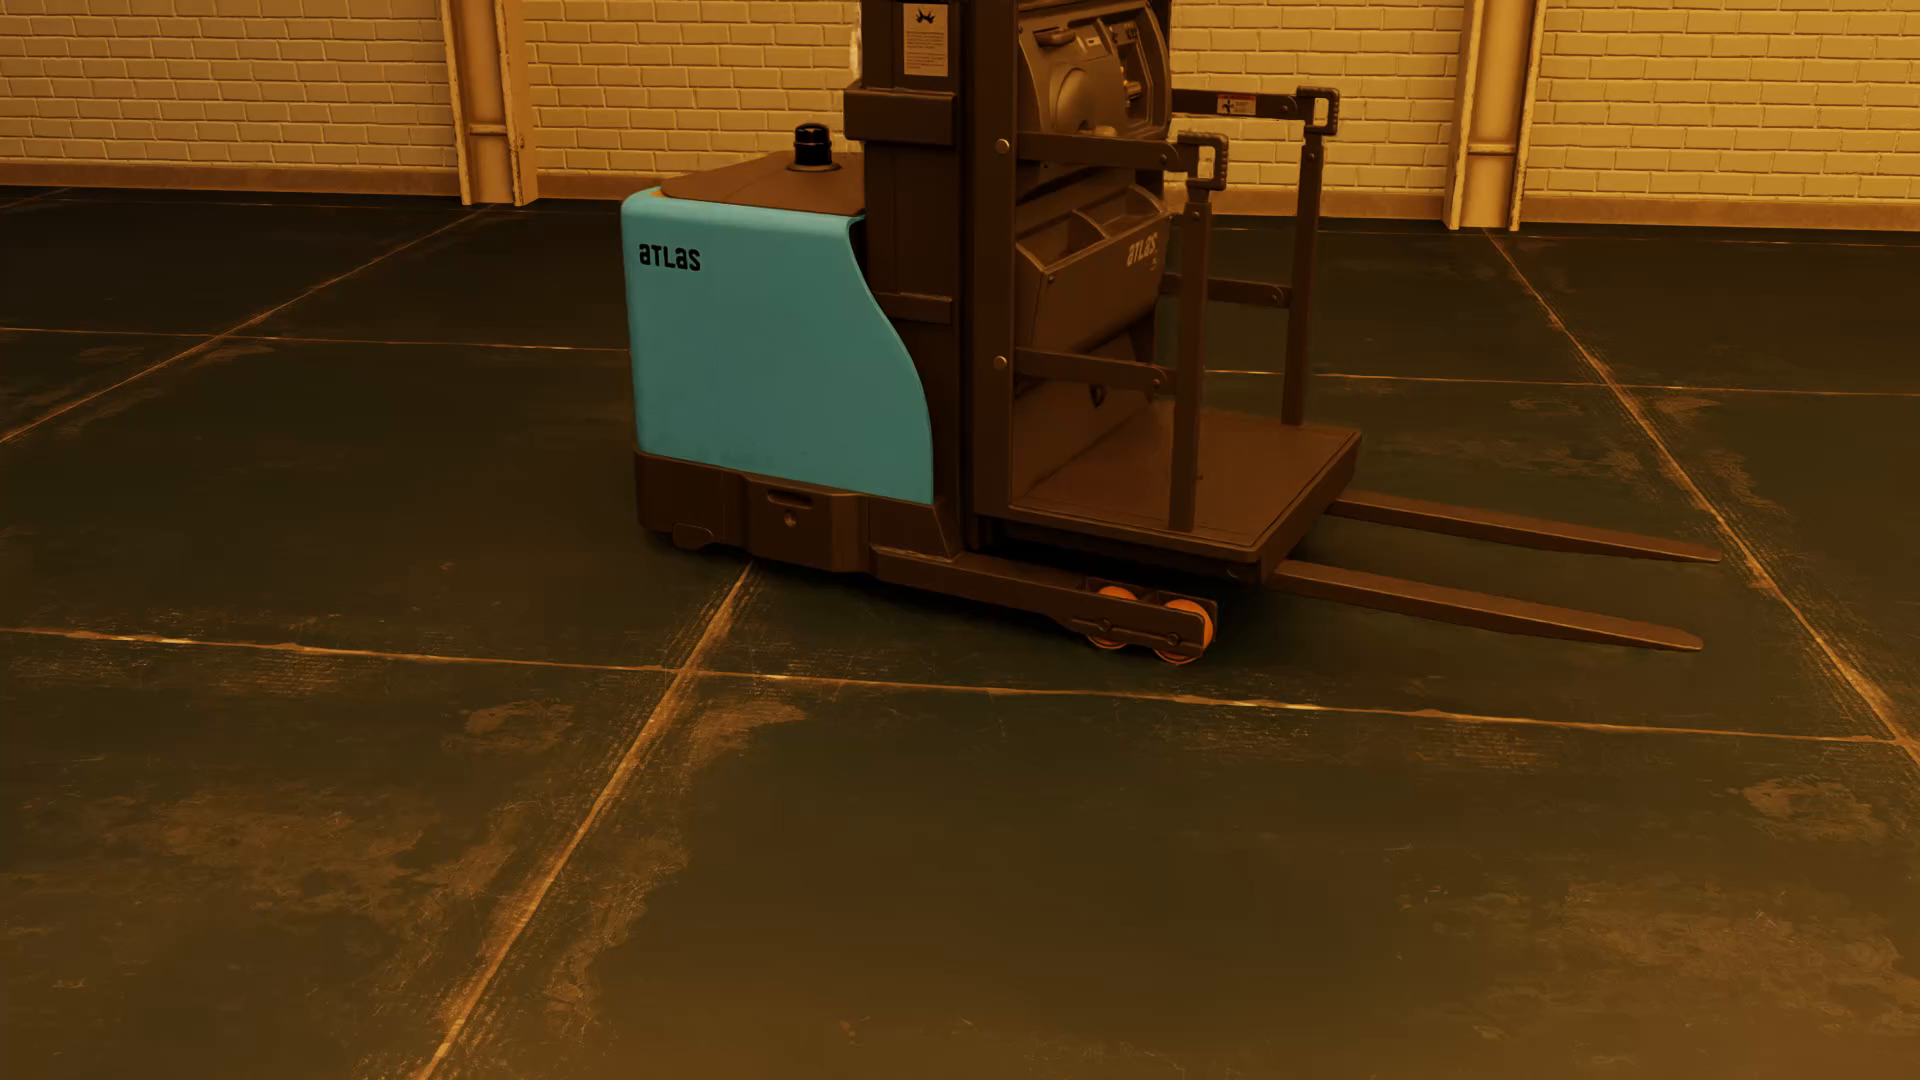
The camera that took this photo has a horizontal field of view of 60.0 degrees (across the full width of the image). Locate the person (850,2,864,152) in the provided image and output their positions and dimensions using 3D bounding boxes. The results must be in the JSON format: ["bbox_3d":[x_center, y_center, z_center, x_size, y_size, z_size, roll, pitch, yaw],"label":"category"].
[{"bbox_3d":[-0.303,-1.949,7.787,0.412,1.670,0.630,-6,23,-14],"label":"person"}]

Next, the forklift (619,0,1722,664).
[{"bbox_3d":[0.555,-1.260,4.383,3.031,2.935,1.130,11,24,25],"label":"forklift"}]
